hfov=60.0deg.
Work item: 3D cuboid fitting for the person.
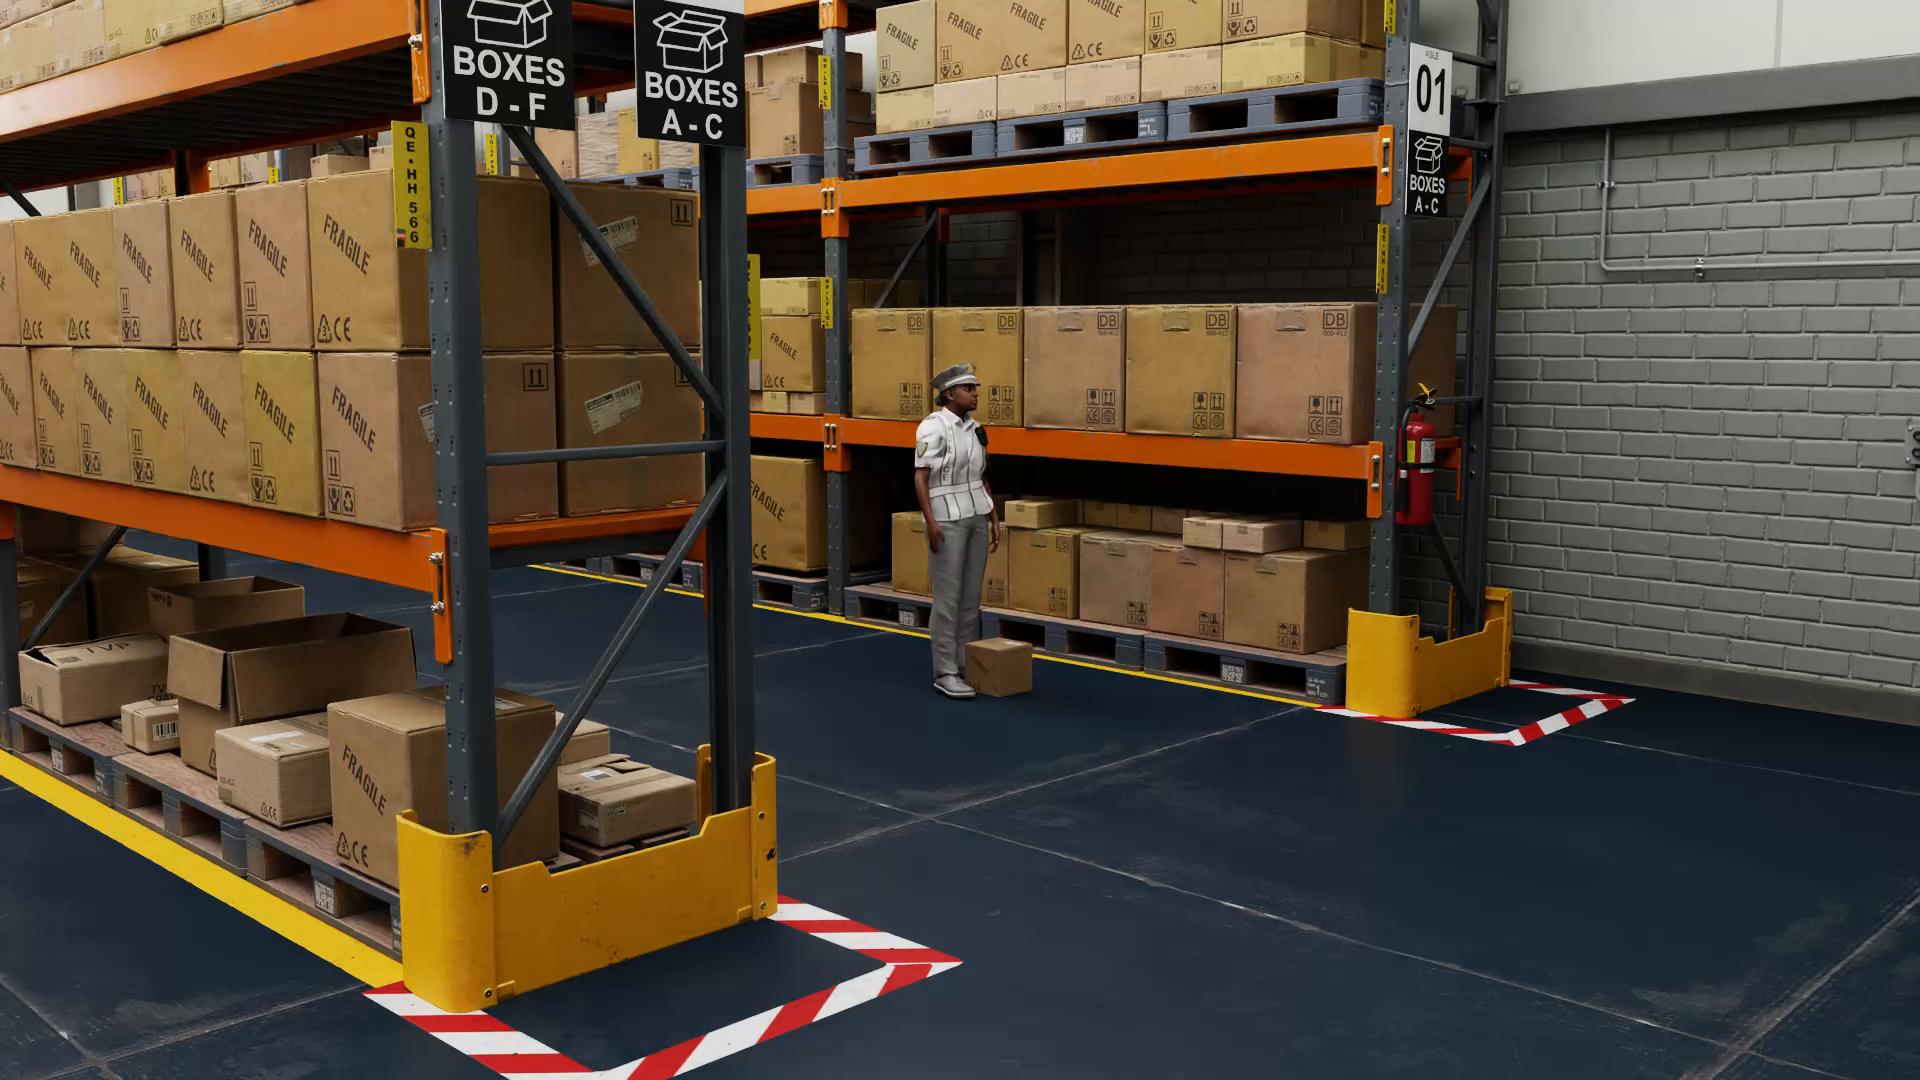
[{"bbox_3d":[0.029,-0.076,8.674,0.530,1.692,0.569,7,10,43],"label":"person"}]
